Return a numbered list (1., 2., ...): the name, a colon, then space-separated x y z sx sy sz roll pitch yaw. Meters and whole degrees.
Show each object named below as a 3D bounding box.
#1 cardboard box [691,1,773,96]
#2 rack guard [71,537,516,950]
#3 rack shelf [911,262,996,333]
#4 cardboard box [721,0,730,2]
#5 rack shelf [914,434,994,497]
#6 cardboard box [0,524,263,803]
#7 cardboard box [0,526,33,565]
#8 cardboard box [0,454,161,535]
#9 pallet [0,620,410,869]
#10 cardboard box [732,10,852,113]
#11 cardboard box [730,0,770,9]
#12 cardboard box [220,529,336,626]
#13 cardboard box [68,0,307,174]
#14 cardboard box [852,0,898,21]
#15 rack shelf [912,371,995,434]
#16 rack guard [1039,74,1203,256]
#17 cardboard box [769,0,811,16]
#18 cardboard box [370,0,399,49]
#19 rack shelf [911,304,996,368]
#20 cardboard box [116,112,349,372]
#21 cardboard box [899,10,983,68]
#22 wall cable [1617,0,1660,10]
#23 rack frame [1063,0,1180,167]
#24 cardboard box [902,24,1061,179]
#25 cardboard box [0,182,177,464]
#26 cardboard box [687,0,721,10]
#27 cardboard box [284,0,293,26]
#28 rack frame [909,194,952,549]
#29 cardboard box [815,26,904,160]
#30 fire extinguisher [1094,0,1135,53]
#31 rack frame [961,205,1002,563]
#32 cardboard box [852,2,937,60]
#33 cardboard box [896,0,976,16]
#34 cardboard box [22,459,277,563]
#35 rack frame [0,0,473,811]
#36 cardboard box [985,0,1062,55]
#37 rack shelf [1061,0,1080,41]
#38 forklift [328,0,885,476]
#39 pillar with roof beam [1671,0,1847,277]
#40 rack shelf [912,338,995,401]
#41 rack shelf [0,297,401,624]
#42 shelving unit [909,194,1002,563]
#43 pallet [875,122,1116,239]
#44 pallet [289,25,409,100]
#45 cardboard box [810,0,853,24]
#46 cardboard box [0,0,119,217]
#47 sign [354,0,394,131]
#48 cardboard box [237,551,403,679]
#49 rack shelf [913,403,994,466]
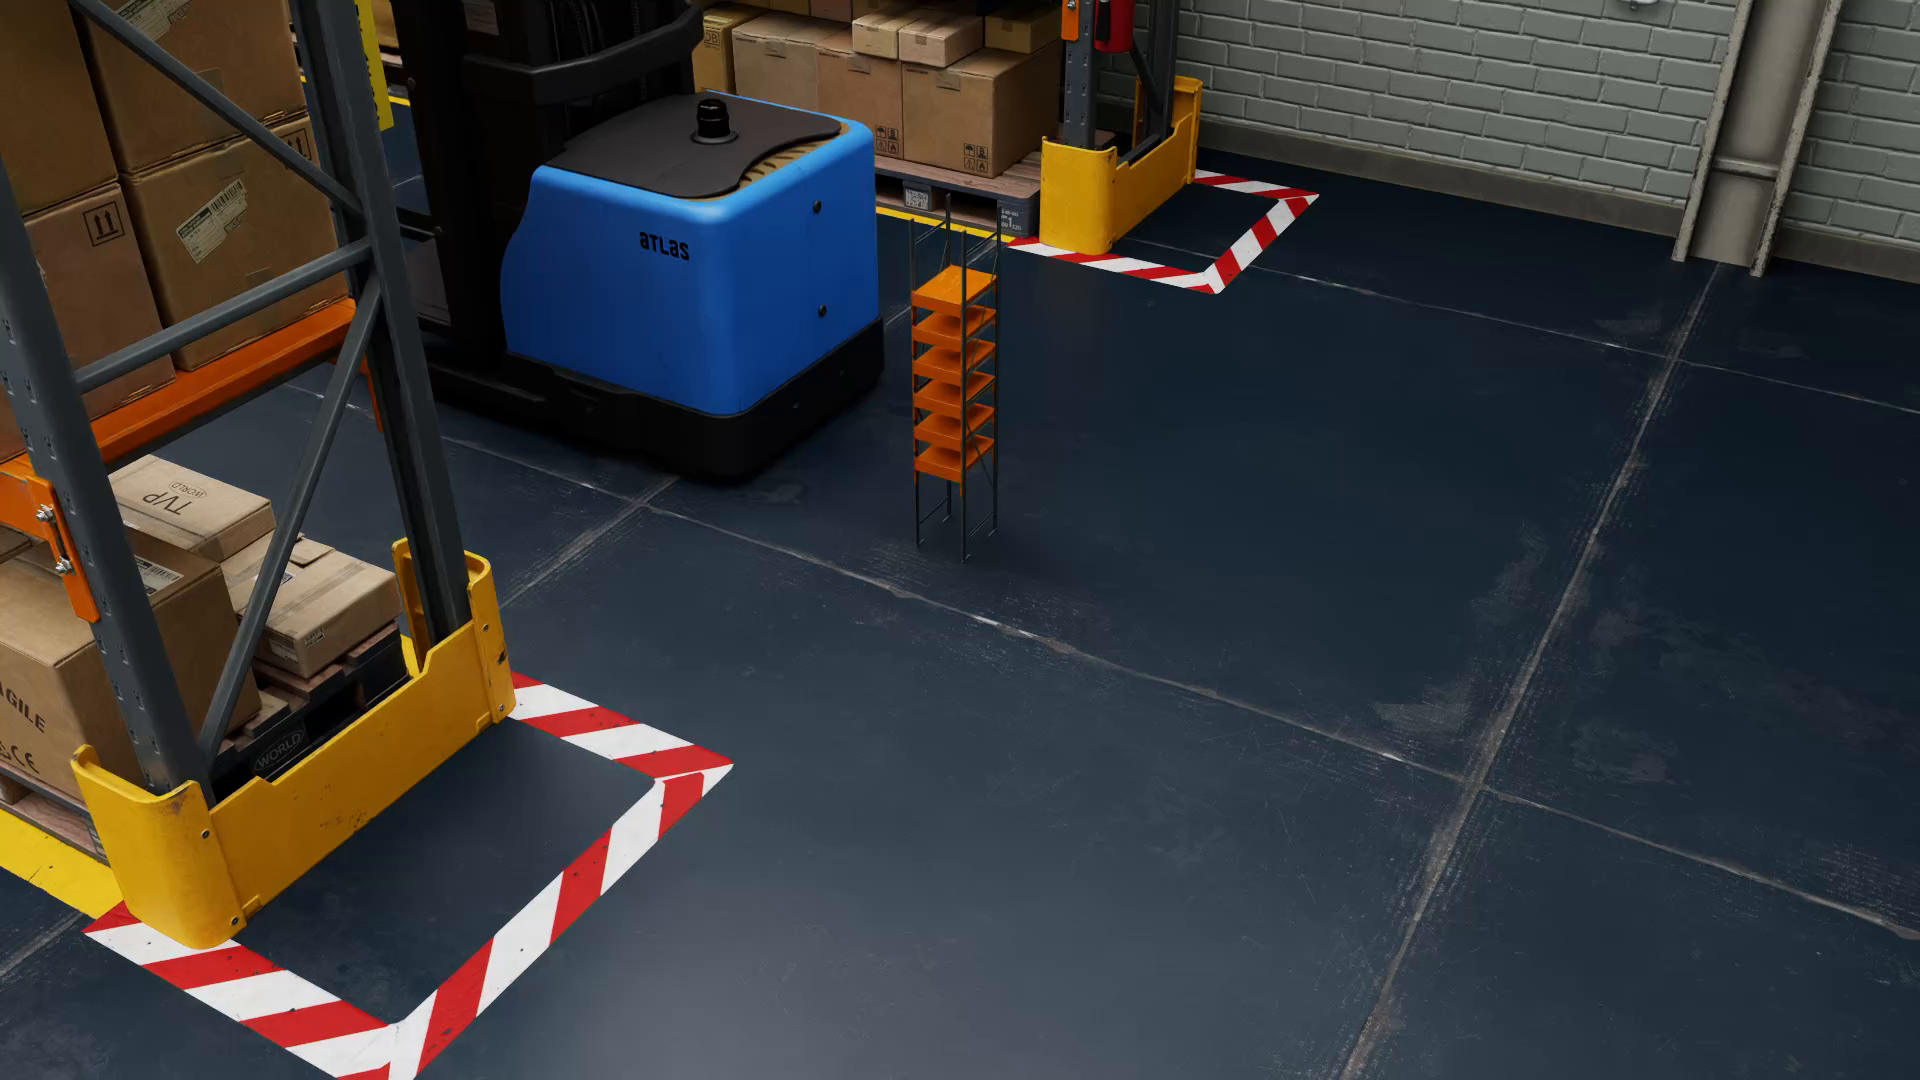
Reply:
1. cardboard box: -1.226 -2.591 8.810 0.500 0.500 0.700 18 38 25
2. rack guard: -1.751 0.511 4.531 0.348 0.500 1.175 18 37 24
3. rack shelf: -0.013 -0.766 5.248 0.180 0.103 0.258 18 37 24
4. cardboard box: -1.226 -2.992 8.828 0.250 0.149 0.380 18 38 25
5. rack shelf: -0.013 -0.267 5.581 0.180 0.103 0.258 18 37 24
6. cardboard box: -2.280 0.318 4.425 0.500 0.500 0.500 18 37 24
7. cardboard box: -3.089 0.146 4.908 0.500 0.250 0.500 18 37 24
8. cardboard box: -2.885 -0.108 5.290 0.500 0.250 0.500 18 37 24
9. pallet: -2.444 0.413 4.940 1.213 0.211 1.003 18 37 24
10. cardboard box: -0.759 -2.447 8.595 0.500 0.500 0.700 16 37 23
11. cardboard box: -1.001 -2.921 8.722 0.250 0.149 0.380 17 37 24
12. cardboard box: -2.095 0.139 4.995 0.250 0.166 0.380 18 37 24
13. cardboard box: -1.940 -1.215 3.876 0.500 0.500 0.500 19 38 26
14. cardboard box: -0.337 -2.712 8.407 0.250 0.149 0.380 18 38 25
15. rack shelf: -0.013 -0.466 5.448 0.180 0.103 0.258 18 37 24
16. rack guard: 0.790 -1.846 8.071 0.348 0.500 1.175 18 37 24
17. cardboard box: -0.782 -2.852 8.617 0.250 0.149 0.380 18 38 25
18. cardboard box: -3.332 -3.389 9.694 0.750 0.750 0.750 18 38 25
19. rack shelf: -0.013 -0.666 5.315 0.180 0.103 0.258 18 37 24
20. cardboard box: -1.940 -0.799 4.153 0.500 0.500 0.500 18 38 25
21. cardboard box: -0.090 -2.390 7.923 0.250 0.149 0.380 17 37 24
22. wall cable: 2.350 -3.419 7.262 1.851 1.984 0.084 18 37 24
23. rack frame: 0.769 -2.893 7.388 0.127 3.000 1.000 18 37 24
24. cardboard box: 0.112 -2.172 8.182 0.500 0.500 0.700 18 37 24
25. cardboard box: -2.209 -0.542 3.768 0.500 0.500 0.500 19 38 26
26. cardboard box: -1.445 -2.817 8.565 0.250 0.149 0.380 16 37 23
27. cardboard box: -4.106 -3.632 10.059 0.750 0.750 0.750 19 38 26
28. rack frame: -0.092 -0.529 5.461 0.006 1.200 0.240 18 37 24
29. cardboard box: -0.322 -2.309 8.388 0.500 0.500 0.700 17 37 24
30. fire extinguisher: 0.671 -2.442 7.117 0.183 0.674 0.296 18 37 24
31. rack frame: 0.067 -0.478 5.386 0.006 1.200 0.240 18 37 24
32. cardboard box: -0.312 -2.459 8.028 0.250 0.149 0.380 19 38 26
33. cardboard box: -0.120 -2.643 8.303 0.250 0.149 0.380 18 38 25
34. cardboard box: -2.451 0.029 5.083 0.500 0.250 0.500 18 37 24
35. rack frame: -1.685 -0.508 3.807 0.127 3.000 1.000 18 37 24
36. cardboard box: 0.320 -2.504 8.095 0.250 0.149 0.380 18 38 25
37. rack shelf: -0.967 -3.144 8.414 4.000 0.370 1.077 18 37 24
38. forklift: -1.831 -2.048 6.181 3.031 2.935 1.130 18 38 25
39. pillar with roof beam: 1.407 -2.992 2.125 0.400 9.000 9.100 18 37 24
40. rack shelf: -0.013 -0.566 5.382 0.180 0.103 0.258 18 37 24
41. rack shelf: -3.422 -0.759 4.832 4.000 0.370 1.077 18 37 24
42. shelving unit: -0.013 -0.503 5.423 0.189 1.200 0.258 18 37 24
43. pallet: 0.036 -1.915 8.435 1.213 0.211 1.003 18 37 24
44. pallet: -3.411 -3.009 10.077 1.213 0.211 1.003 18 37 24
45. cardboard box: -0.559 -2.781 8.512 0.250 0.149 0.380 18 38 25
46. cardboard box: -2.208 -0.956 3.487 0.500 0.500 0.500 17 37 24
47. sign: -1.416 -1.130 3.959 0.005 0.325 0.100 18 37 24
48. cardboard box: -1.878 0.215 4.897 0.250 0.149 0.380 18 37 24
49. rack shelf: -0.013 -0.367 5.515 0.180 0.103 0.258 18 37 24
